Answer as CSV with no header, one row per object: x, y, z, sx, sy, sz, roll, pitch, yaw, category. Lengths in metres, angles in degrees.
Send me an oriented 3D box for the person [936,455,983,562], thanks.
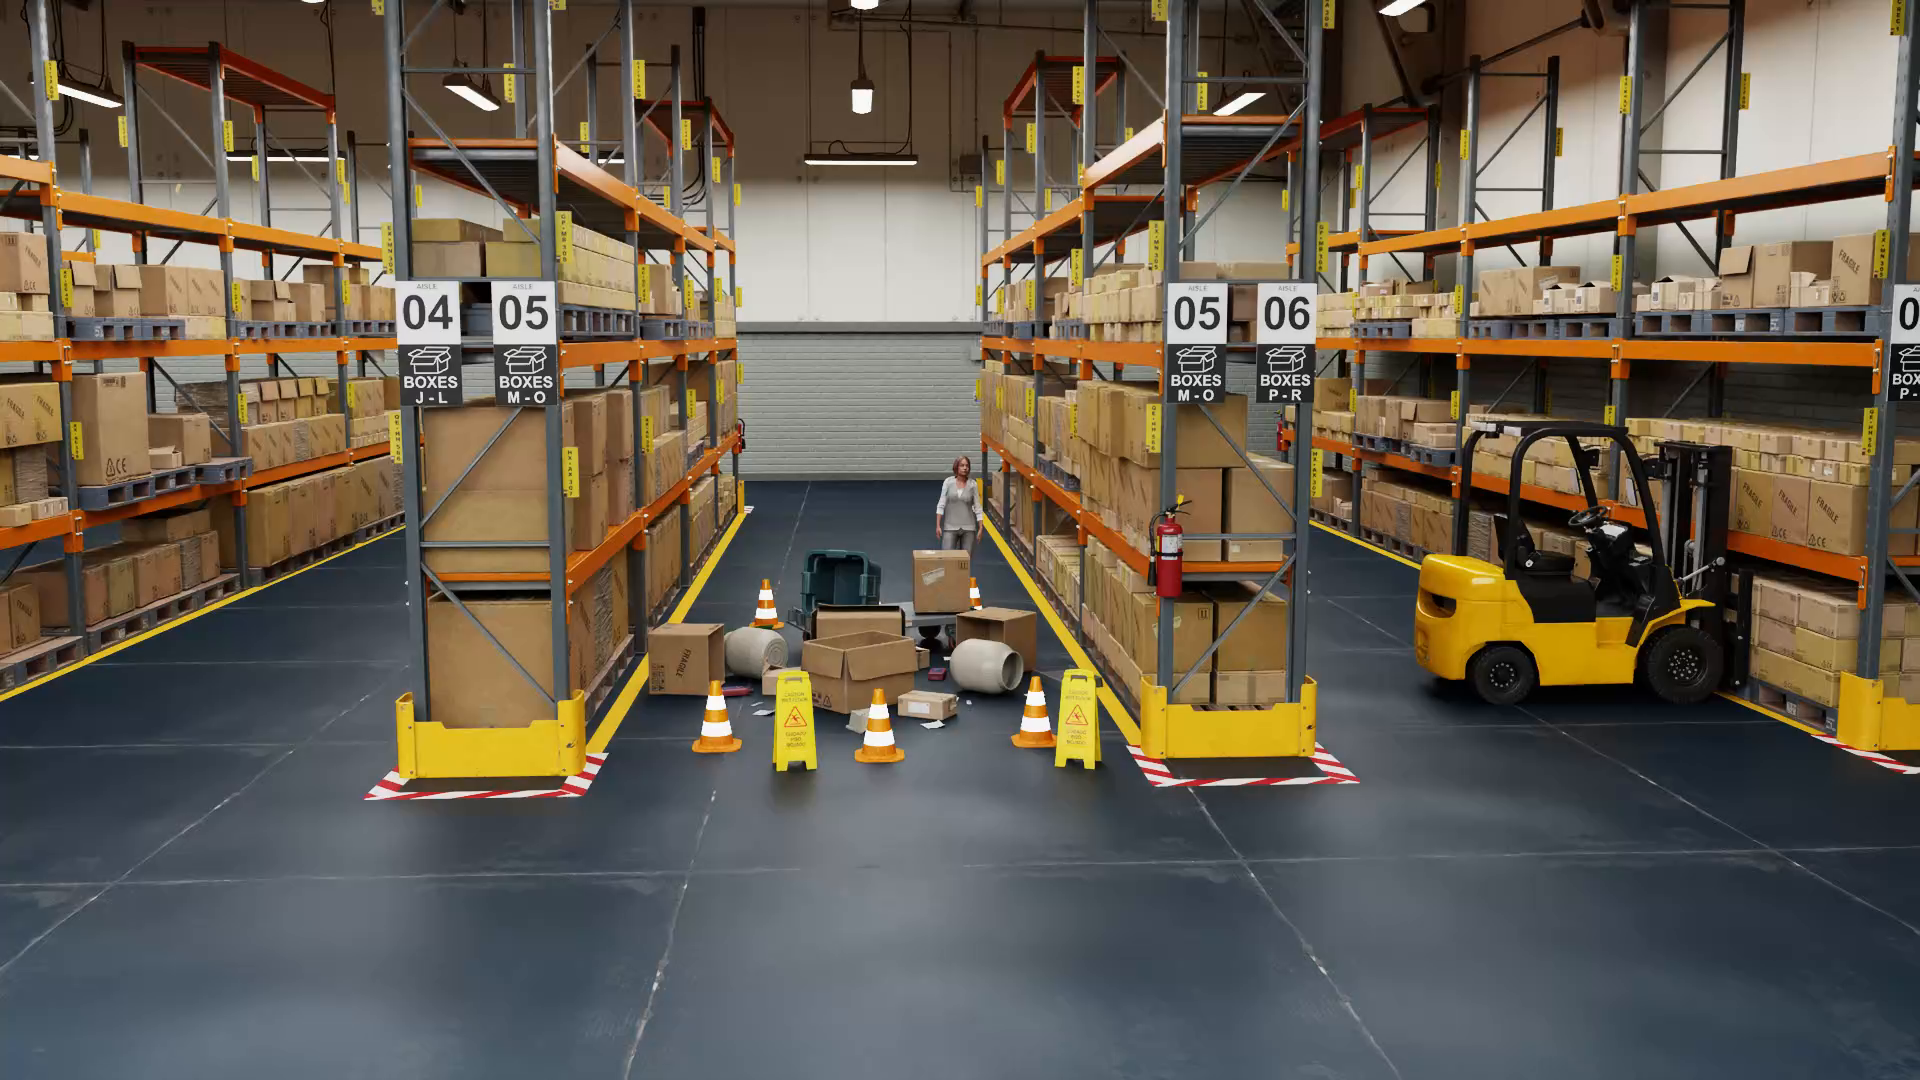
-0.008,-0.073,17.317,0.521,1.598,0.473,0,7,-4,person
